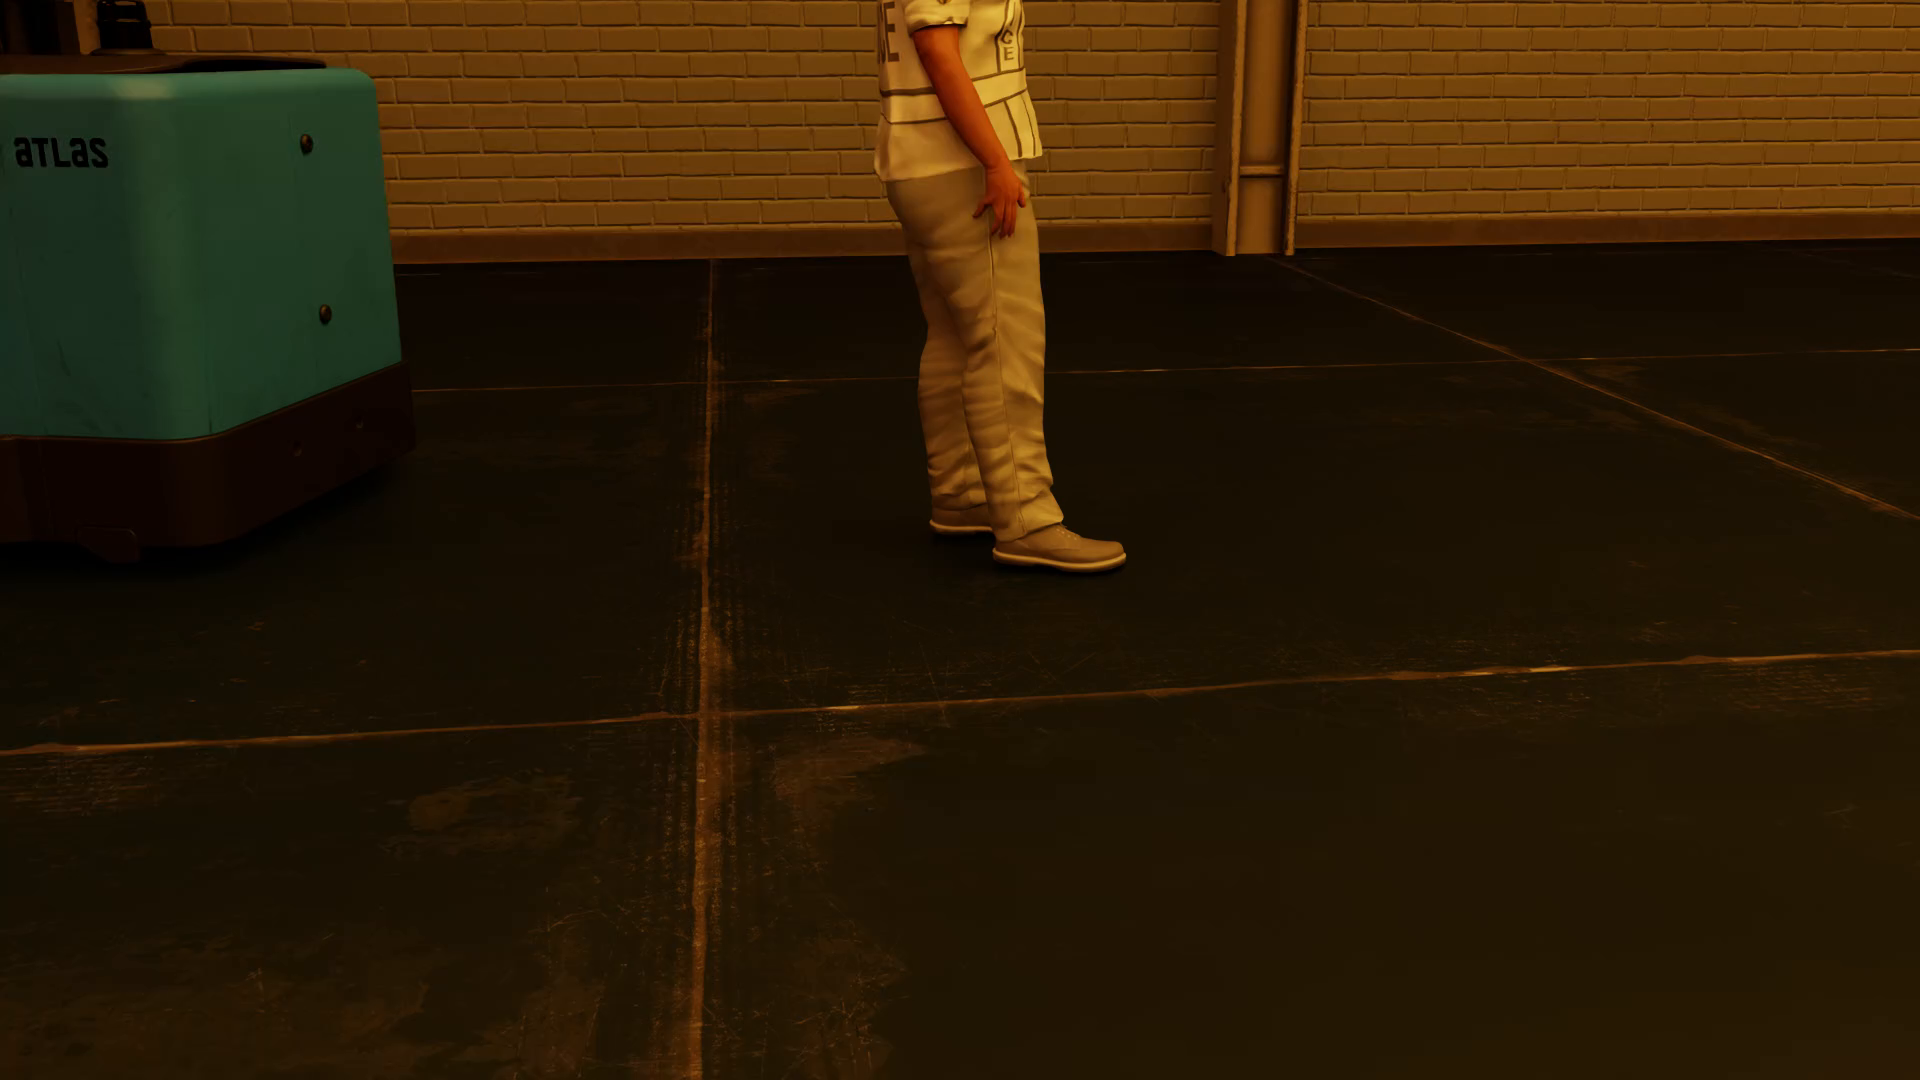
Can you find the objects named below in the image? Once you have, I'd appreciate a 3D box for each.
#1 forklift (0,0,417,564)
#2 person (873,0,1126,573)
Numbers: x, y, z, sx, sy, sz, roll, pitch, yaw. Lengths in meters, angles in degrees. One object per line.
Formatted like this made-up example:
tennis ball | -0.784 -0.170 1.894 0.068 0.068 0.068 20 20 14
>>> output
forklift | -3.053 -1.527 3.952 3.031 2.935 1.130 2 17 8
person | 0.079 -0.801 3.712 0.529 1.670 0.598 -2 17 -8
